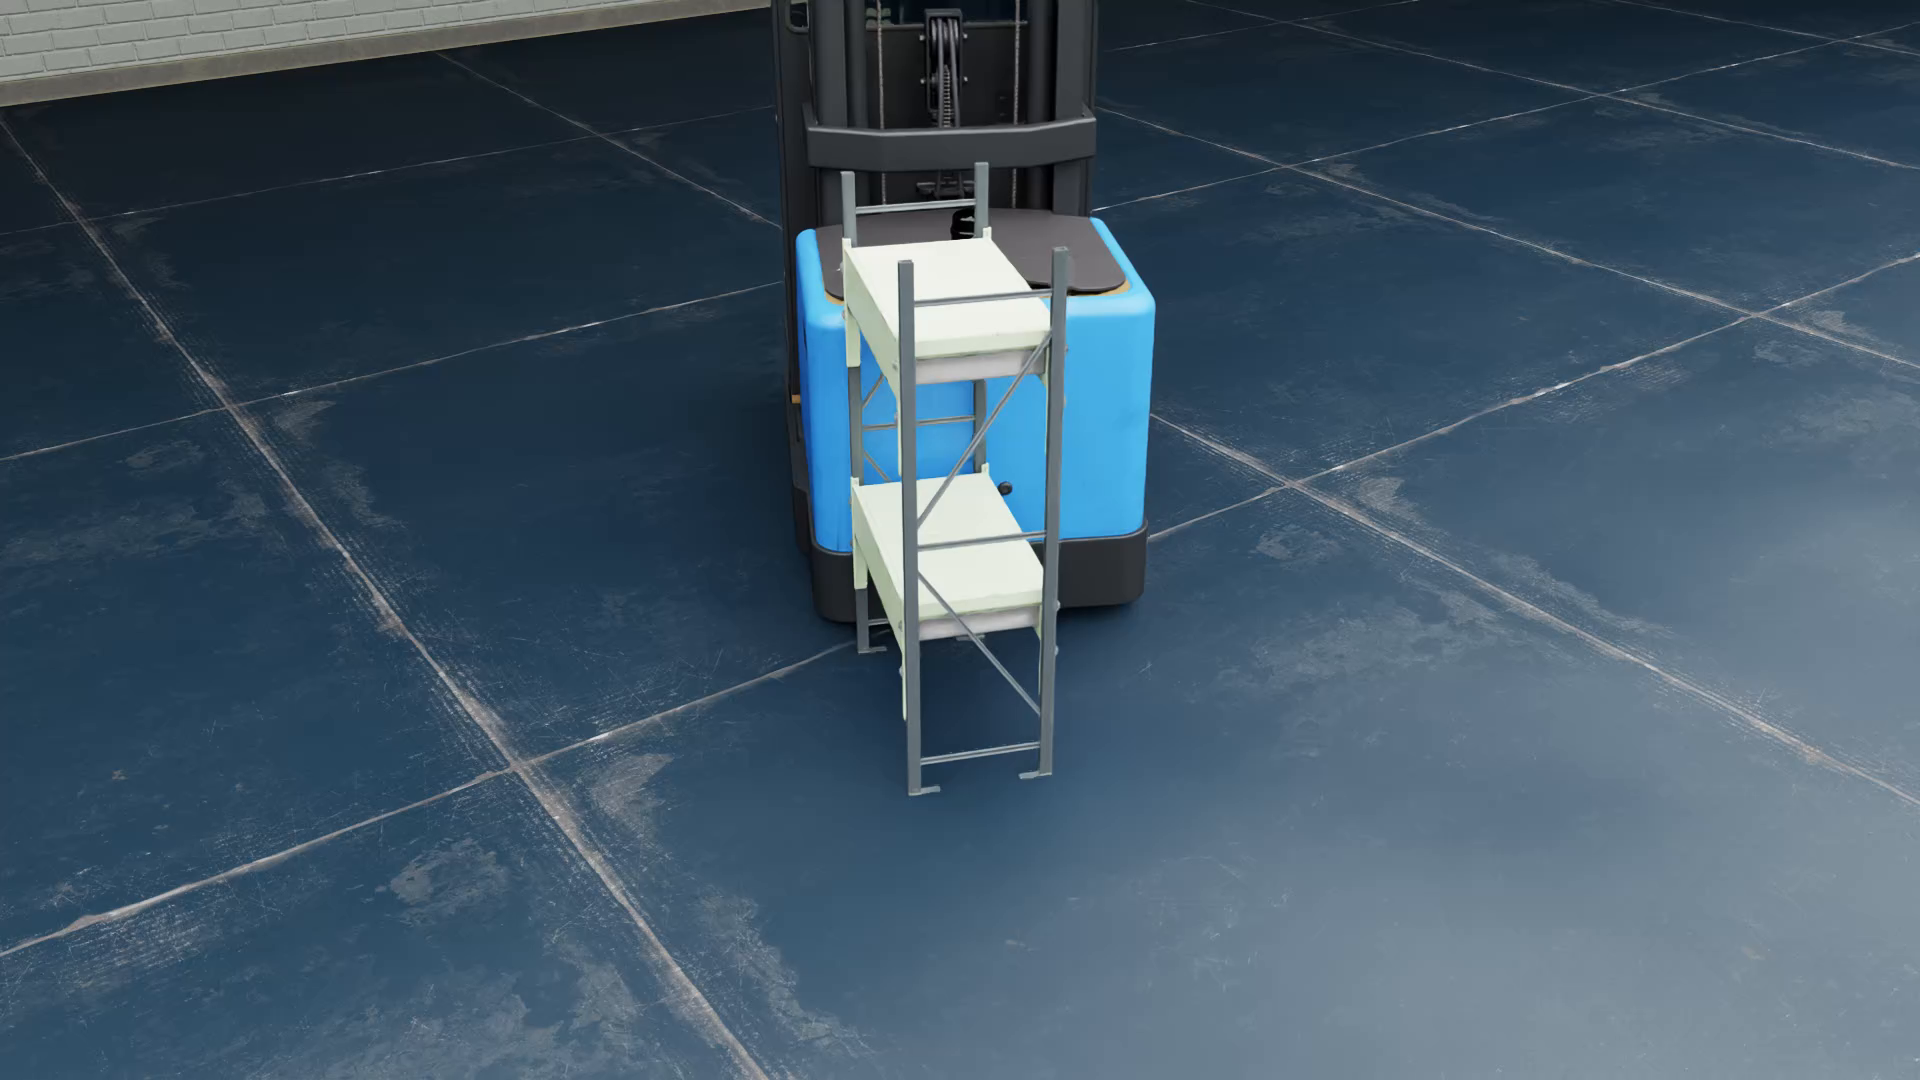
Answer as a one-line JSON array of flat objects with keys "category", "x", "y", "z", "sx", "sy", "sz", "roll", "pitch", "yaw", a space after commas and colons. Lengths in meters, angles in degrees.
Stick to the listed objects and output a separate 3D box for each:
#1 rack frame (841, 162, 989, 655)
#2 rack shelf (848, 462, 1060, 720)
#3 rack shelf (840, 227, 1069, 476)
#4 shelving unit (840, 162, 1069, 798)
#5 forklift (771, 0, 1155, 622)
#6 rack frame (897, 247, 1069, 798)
[{"category": "rack frame", "x": -0.119, "y": -0.333, "z": 4.792, "sx": 0.400, "sy": 1.500, "sz": 0.023, "roll": -7, "pitch": 29, "yaw": -12}, {"category": "rack shelf", "x": -0.033, "y": 0.123, "z": 4.635, "sx": 0.431, "sy": 0.370, "sz": 0.720, "roll": -7, "pitch": 29, "yaw": -12}, {"category": "rack shelf", "x": -0.033, "y": -0.507, "z": 4.293, "sx": 0.431, "sy": 0.370, "sz": 0.720, "roll": -7, "pitch": 29, "yaw": -12}, {"category": "shelving unit", "x": -0.033, "y": -0.164, "z": 4.480, "sx": 0.431, "sy": 1.500, "sz": 0.755, "roll": -7, "pitch": 29, "yaw": -12}, {"category": "forklift", "x": -0.115, "y": -1.713, "z": 5.832, "sx": 1.130, "sy": 2.935, "sz": 3.031, "roll": -4, "pitch": 29, "yaw": -6}, {"category": "rack frame", "x": 0.054, "y": 0.006, "z": 4.167, "sx": 0.400, "sy": 1.500, "sz": 0.023, "roll": -7, "pitch": 29, "yaw": -12}]
